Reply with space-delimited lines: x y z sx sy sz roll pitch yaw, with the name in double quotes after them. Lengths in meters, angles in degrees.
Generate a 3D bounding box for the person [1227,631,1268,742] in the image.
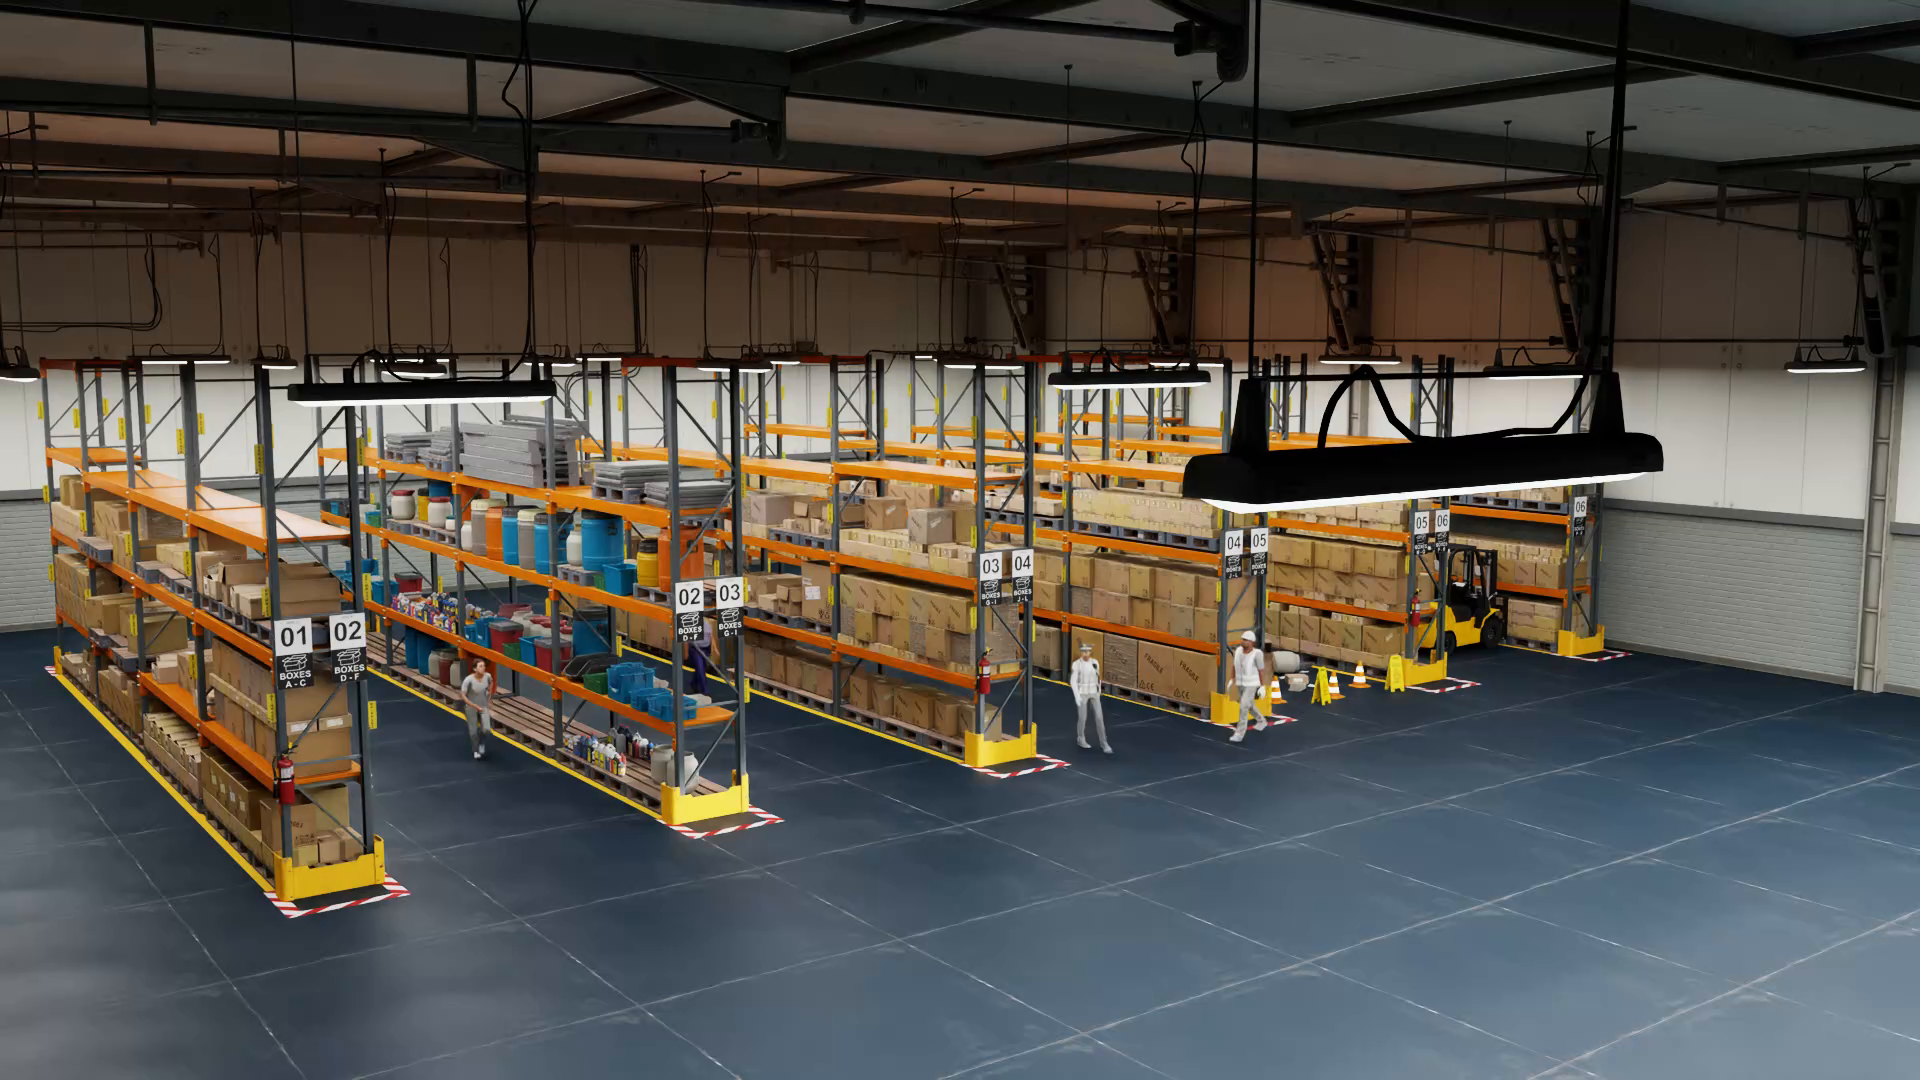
4.579 2.295 26.438 1.044 1.746 0.605 -6 9 -40 "person"

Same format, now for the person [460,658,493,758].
-7.290 2.540 25.113 0.522 1.582 0.693 -3 8 -24 "person"

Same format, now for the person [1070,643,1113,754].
2.014 2.425 25.724 0.589 1.690 0.616 -2 7 -13 "person"

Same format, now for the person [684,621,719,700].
-4.598 1.990 29.498 0.523 1.587 1.022 -6 9 -39 "person"
